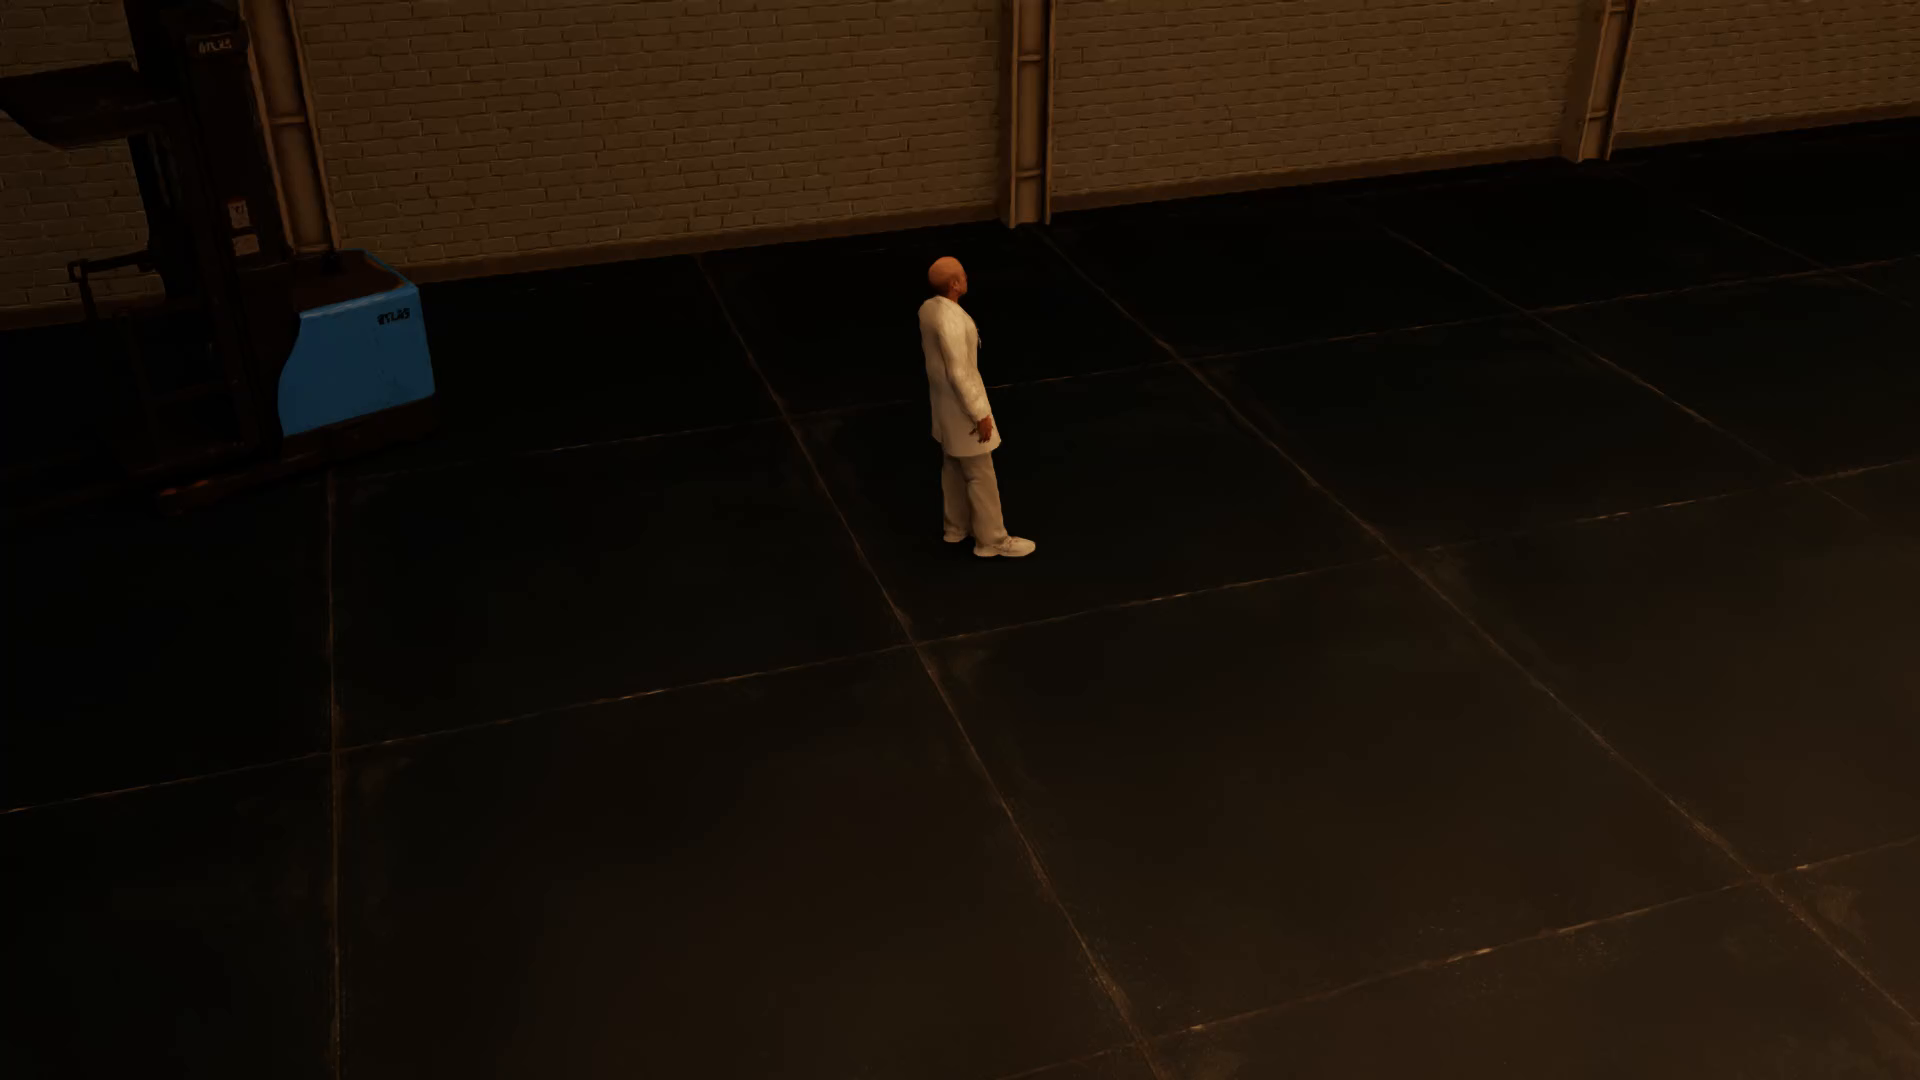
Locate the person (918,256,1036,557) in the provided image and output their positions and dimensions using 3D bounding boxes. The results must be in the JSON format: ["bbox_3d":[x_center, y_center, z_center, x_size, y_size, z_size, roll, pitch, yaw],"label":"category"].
[{"bbox_3d":[0.089,-0.705,9.649,0.577,1.582,0.694,-10,31,-16],"label":"person"}]

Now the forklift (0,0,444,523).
[{"bbox_3d":[-4.959,-1.713,10.064,3.031,2.935,1.130,-22,36,-33],"label":"forklift"}]
